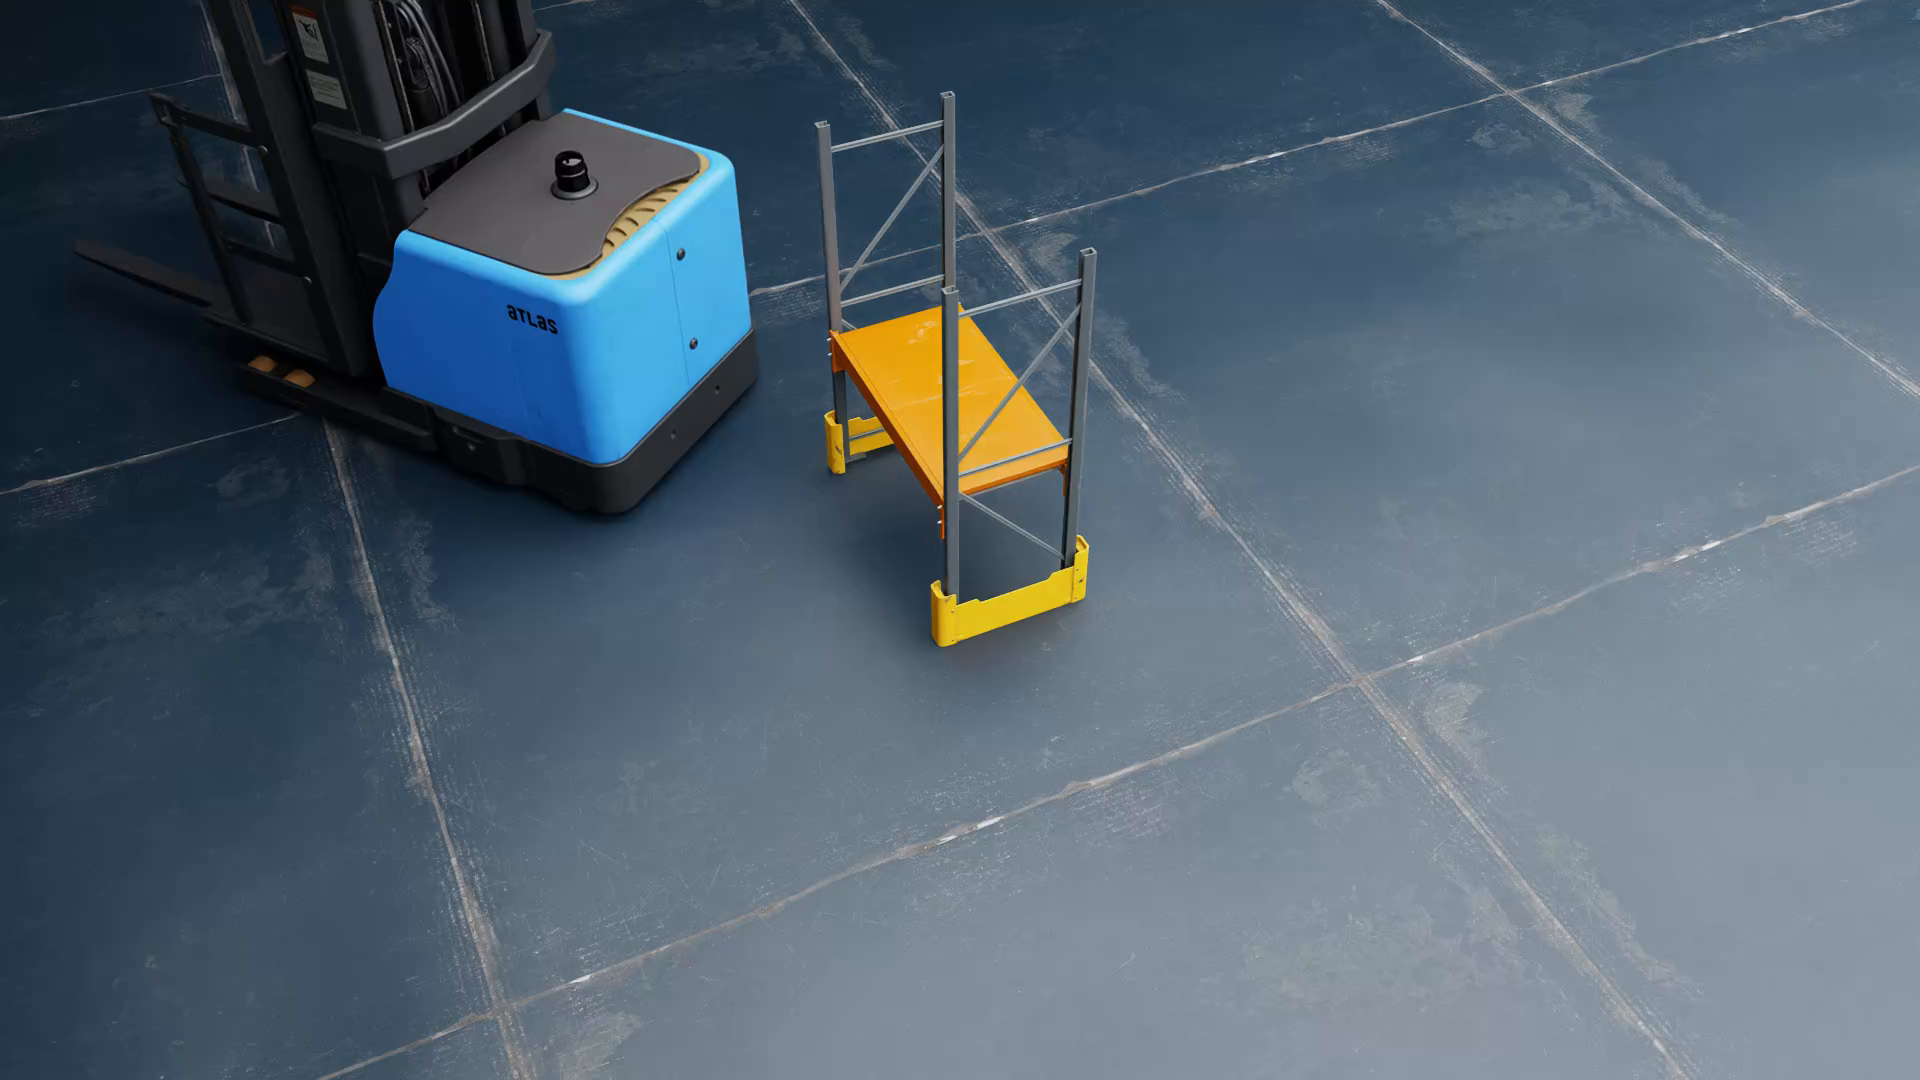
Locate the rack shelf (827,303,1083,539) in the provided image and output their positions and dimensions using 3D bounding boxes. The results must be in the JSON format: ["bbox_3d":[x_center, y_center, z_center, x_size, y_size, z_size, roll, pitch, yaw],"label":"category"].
[{"bbox_3d":[-0.036,-0.460,5.905,0.538,0.185,1.000,-18,47,-17],"label":"rack shelf"}]

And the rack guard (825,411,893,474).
[{"bbox_3d":[-0.241,-0.455,6.533,0.587,0.250,0.087,-18,47,-17],"label":"rack guard"}]

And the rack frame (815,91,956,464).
[{"bbox_3d":[-0.250,-0.912,6.107,0.500,1.500,0.032,-18,47,-17],"label":"rack frame"}]

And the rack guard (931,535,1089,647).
[{"bbox_3d":[0.177,0.180,5.890,0.587,0.250,0.087,-18,47,-17],"label":"rack guard"}]

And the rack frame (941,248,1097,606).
[{"bbox_3d":[0.178,-0.264,5.450,0.500,1.500,0.032,-18,47,-17],"label":"rack frame"}]

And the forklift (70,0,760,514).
[{"bbox_3d":[-2.374,-1.880,6.068,3.031,2.935,1.130,20,48,19],"label":"forklift"}]

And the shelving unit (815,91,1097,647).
[{"bbox_3d":[-0.032,-0.582,5.772,0.587,1.500,1.083,-18,47,-17],"label":"shelving unit"}]
